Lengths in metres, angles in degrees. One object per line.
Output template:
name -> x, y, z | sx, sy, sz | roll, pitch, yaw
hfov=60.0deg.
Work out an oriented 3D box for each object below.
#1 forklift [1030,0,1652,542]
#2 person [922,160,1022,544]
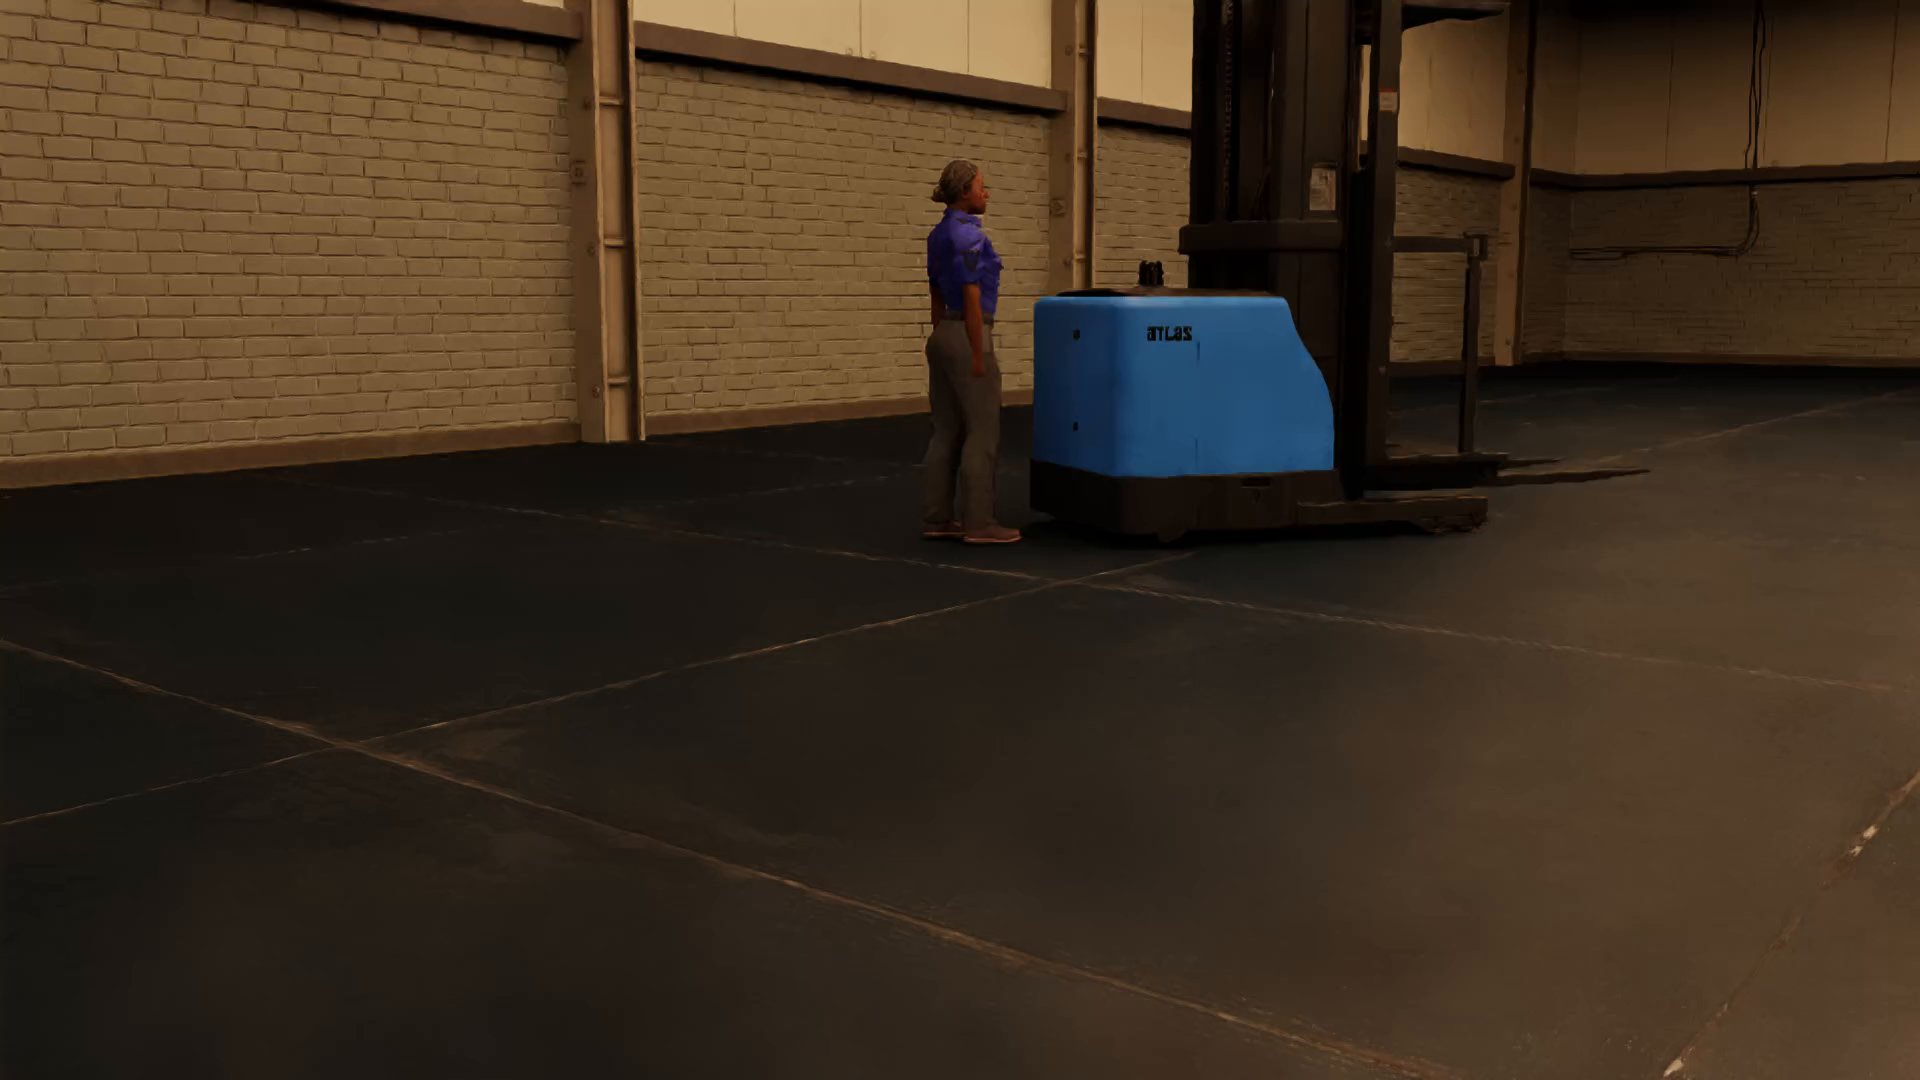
forklift -> 1.905, -1.548, 7.861 | 3.031, 2.935, 1.130 | -3, 9, -20
person -> 0.043, -0.820, 7.309 | 0.417, 1.661, 0.439 | -3, 9, -20
